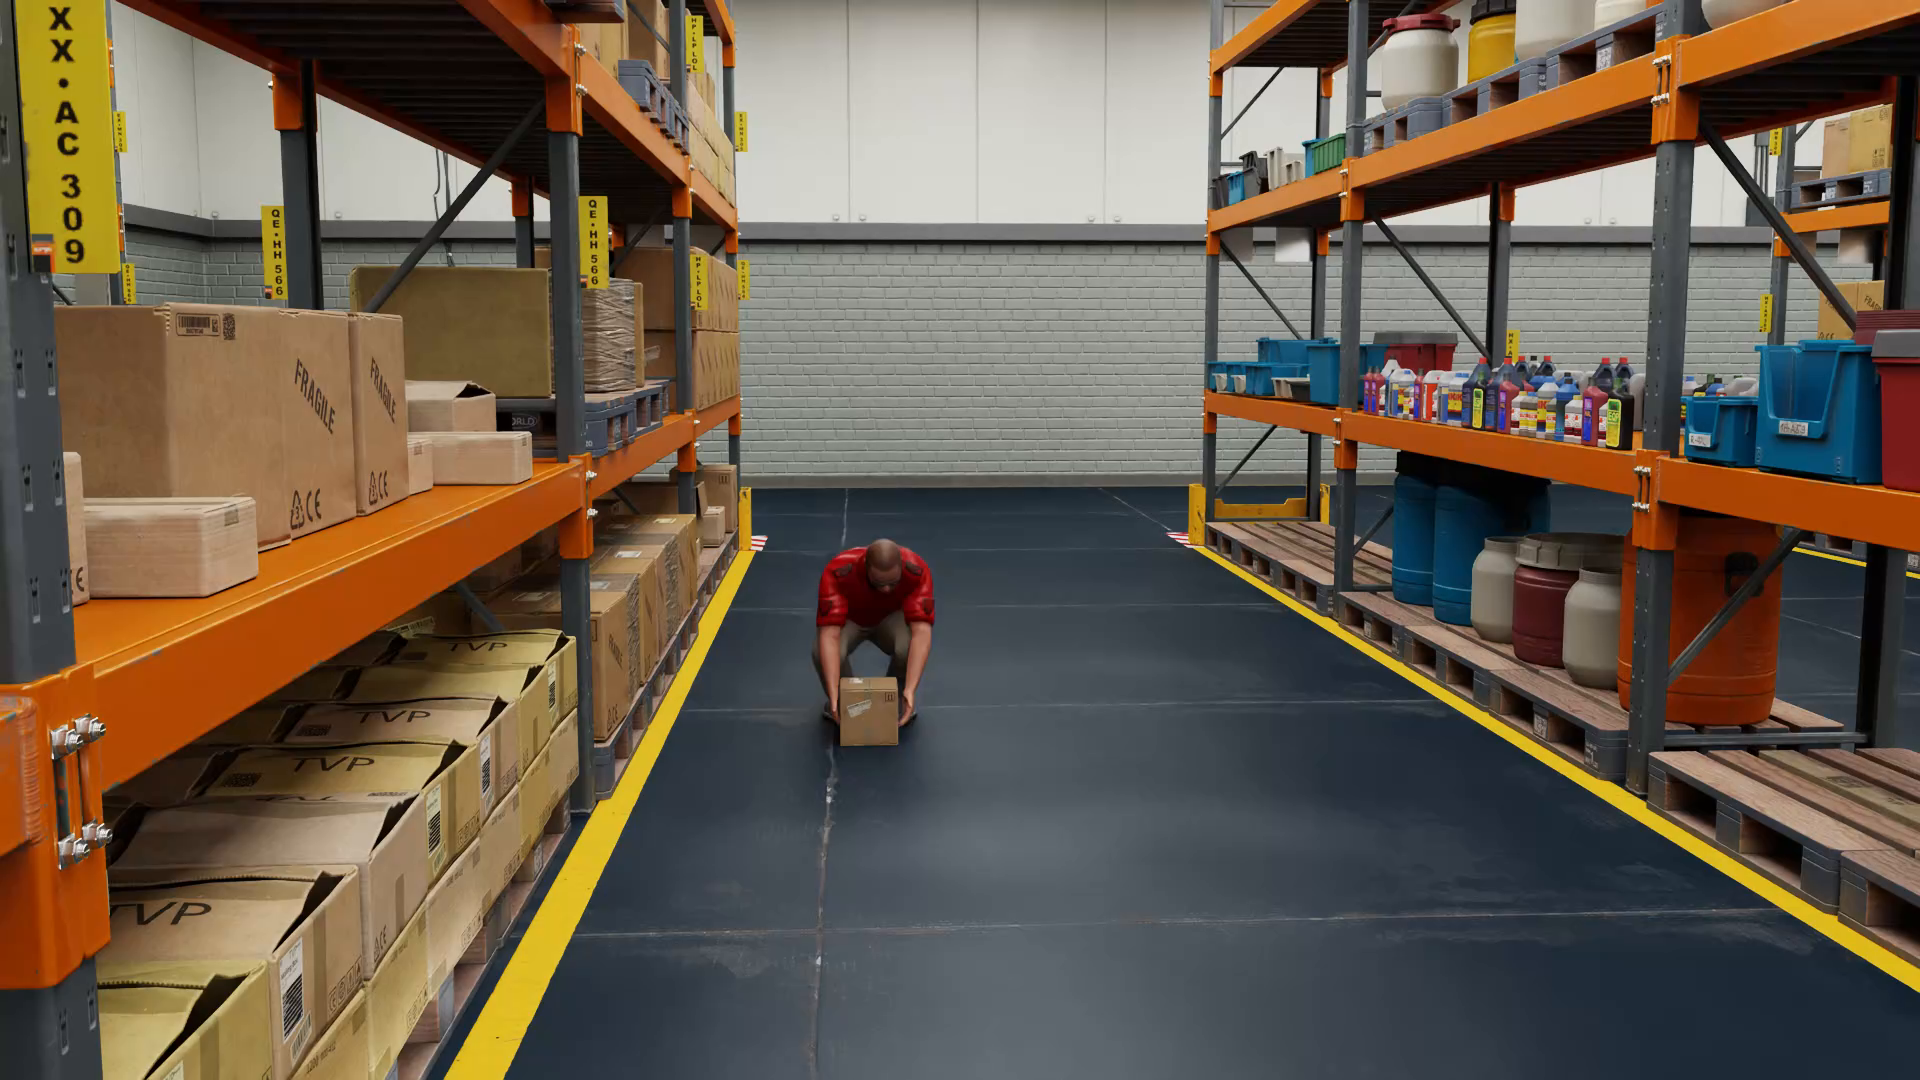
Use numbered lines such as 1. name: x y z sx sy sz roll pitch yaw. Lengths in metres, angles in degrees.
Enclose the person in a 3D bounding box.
1. person: -0.399 0.396 7.586 0.561 0.887 0.879 0 7 -3
